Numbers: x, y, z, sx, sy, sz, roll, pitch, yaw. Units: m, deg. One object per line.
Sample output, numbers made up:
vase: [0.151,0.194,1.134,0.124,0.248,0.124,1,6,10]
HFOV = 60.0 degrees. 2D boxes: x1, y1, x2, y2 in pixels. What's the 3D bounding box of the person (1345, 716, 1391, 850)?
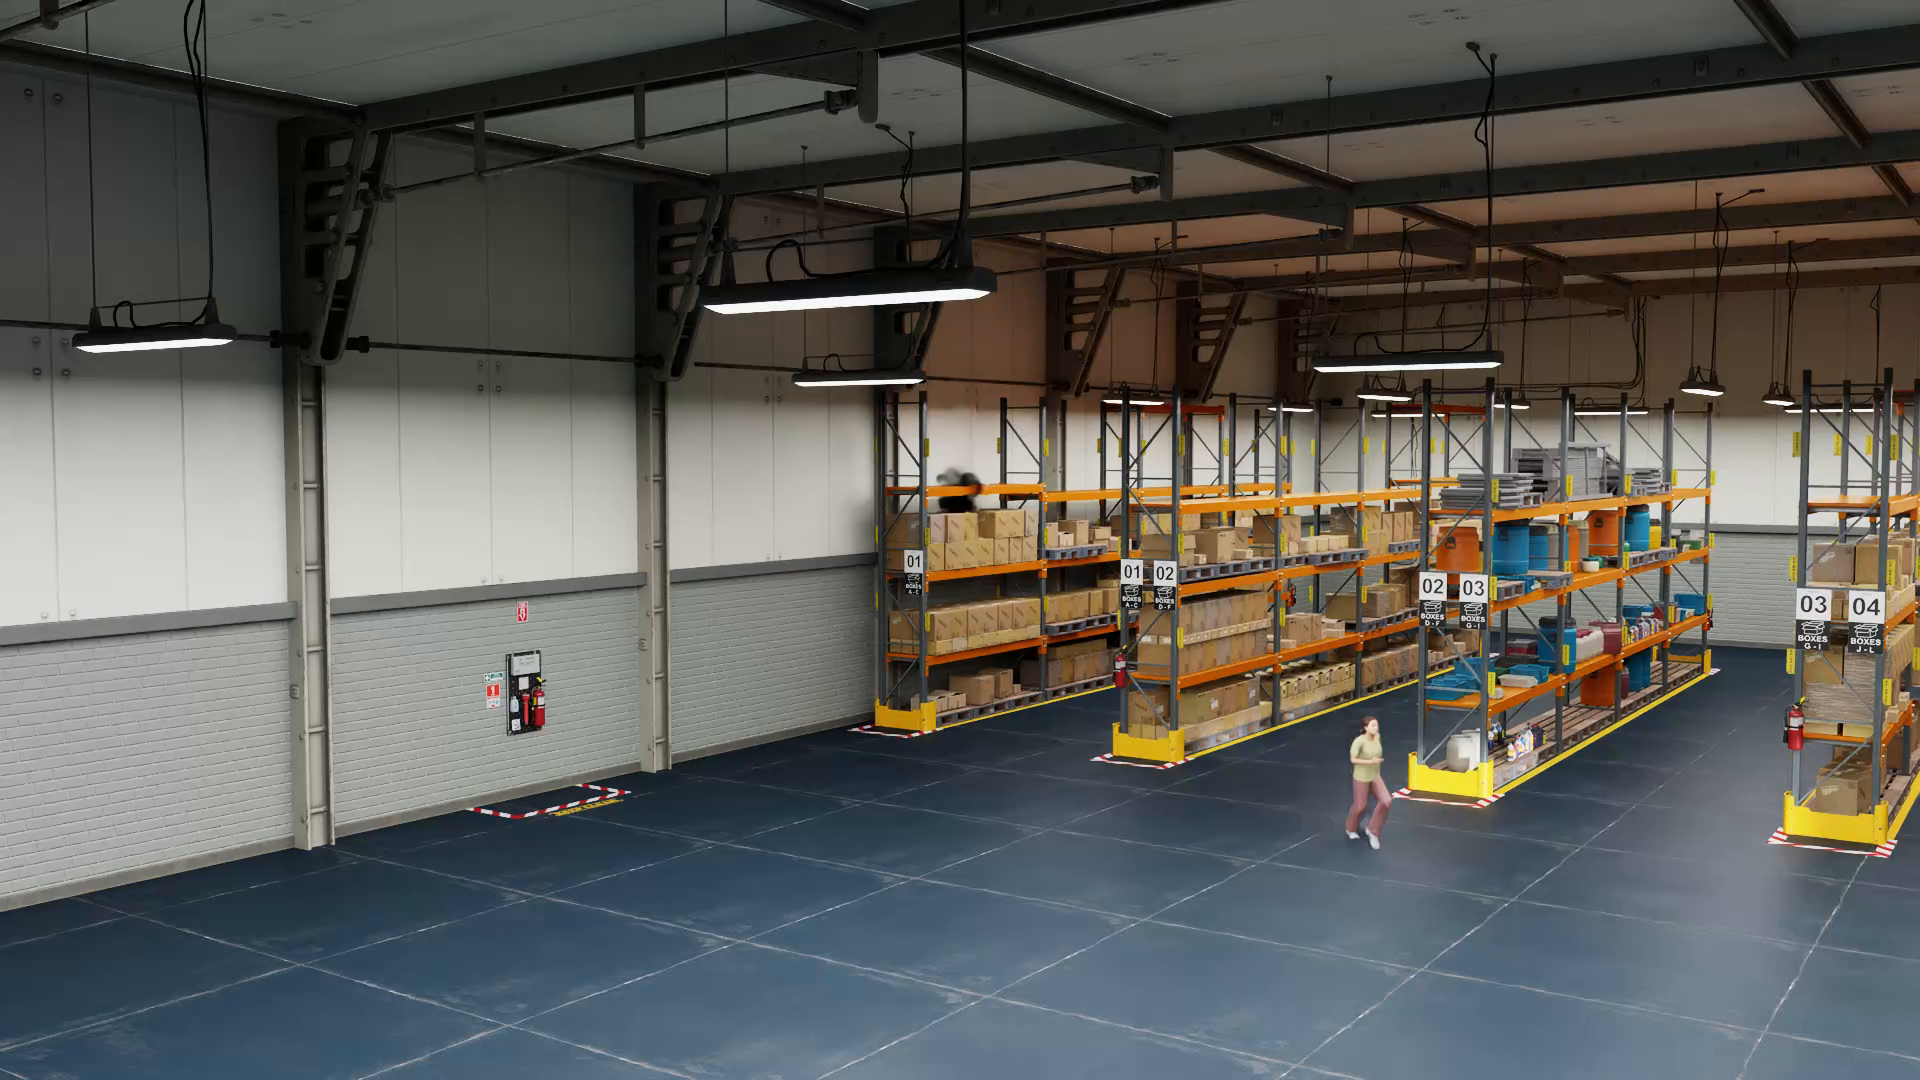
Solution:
person: [5.085,3.011,20.842,0.602,1.669,0.795,-1,3,-24]
